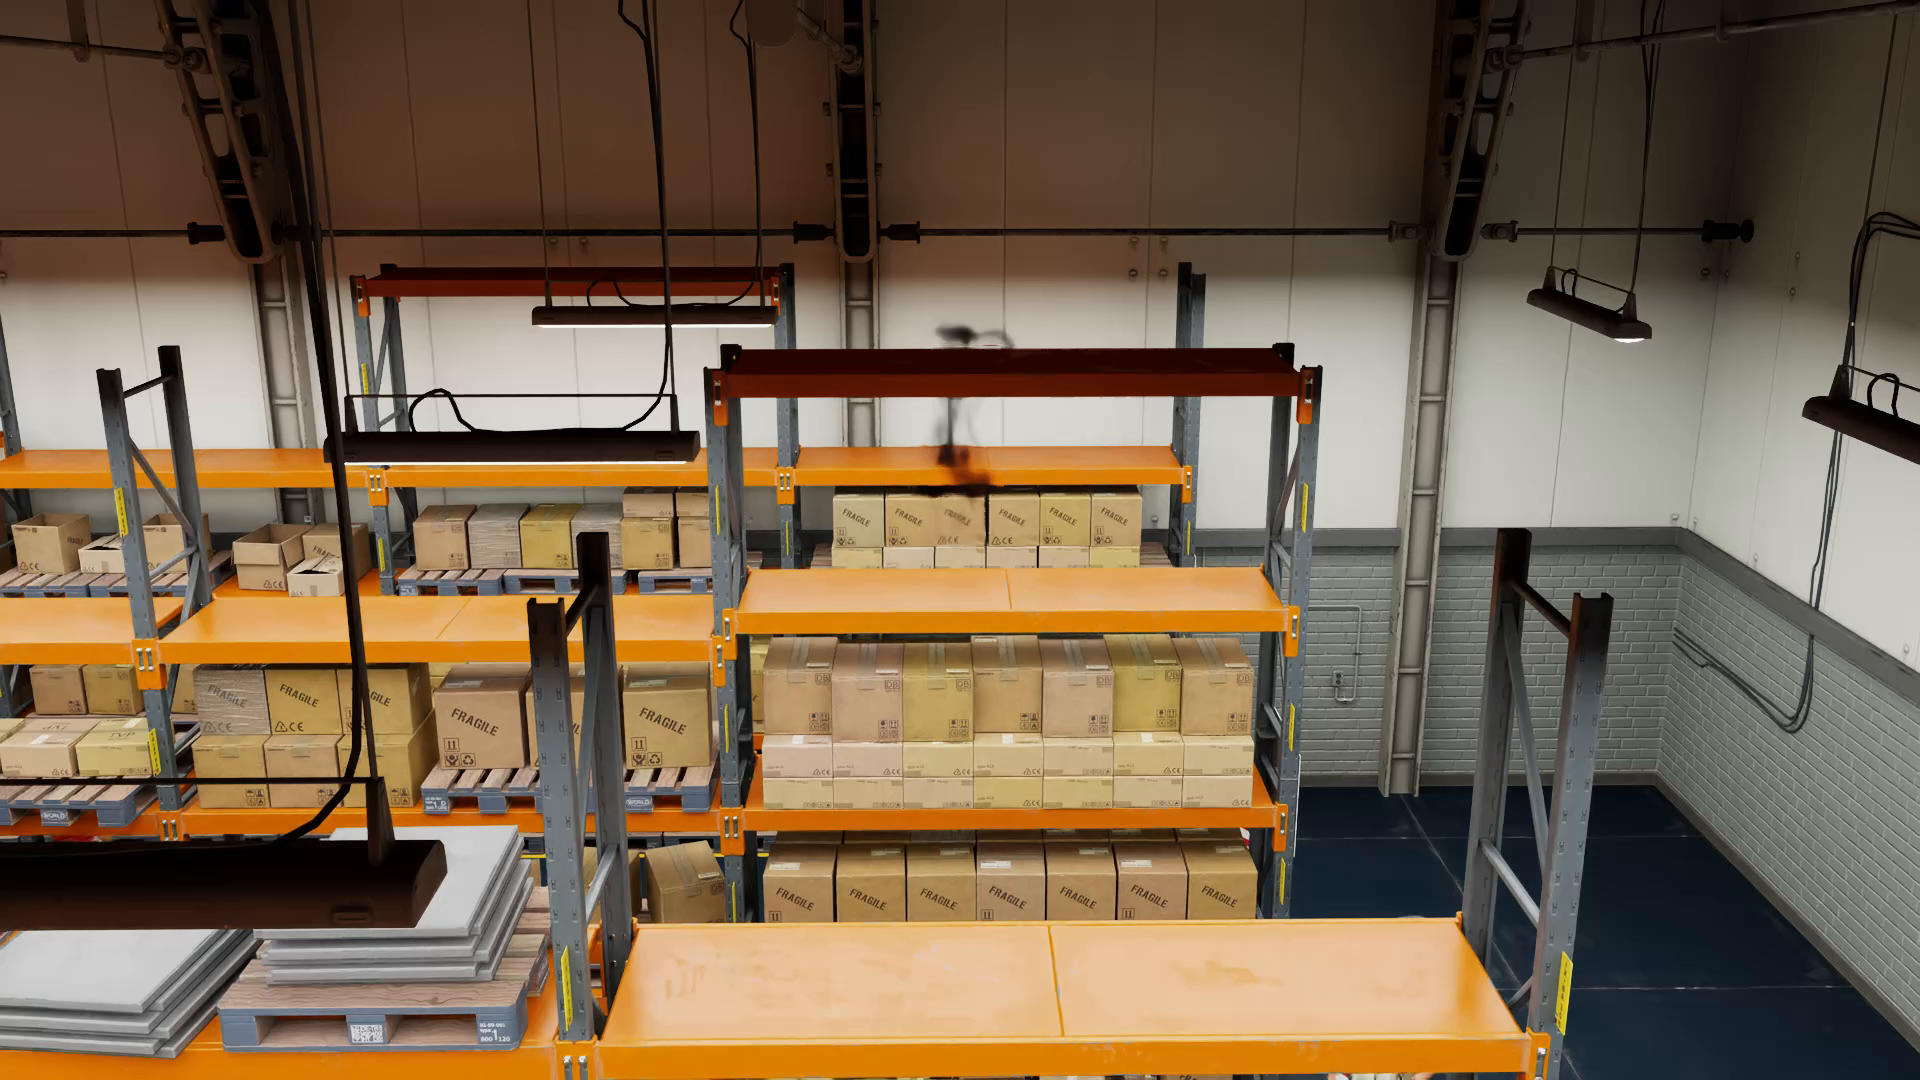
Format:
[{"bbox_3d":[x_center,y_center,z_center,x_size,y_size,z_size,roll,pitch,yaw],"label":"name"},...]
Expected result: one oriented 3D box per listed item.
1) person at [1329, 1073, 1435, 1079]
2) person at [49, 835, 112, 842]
[{"bbox_3d":[2.976,3.962,11.798,0.750,1.823,0.879,8,18,25],"label":"person"},{"bbox_3d":[-8.139,2.980,15.454,0.760,1.660,0.655,-5,17,-17],"label":"person"}]
